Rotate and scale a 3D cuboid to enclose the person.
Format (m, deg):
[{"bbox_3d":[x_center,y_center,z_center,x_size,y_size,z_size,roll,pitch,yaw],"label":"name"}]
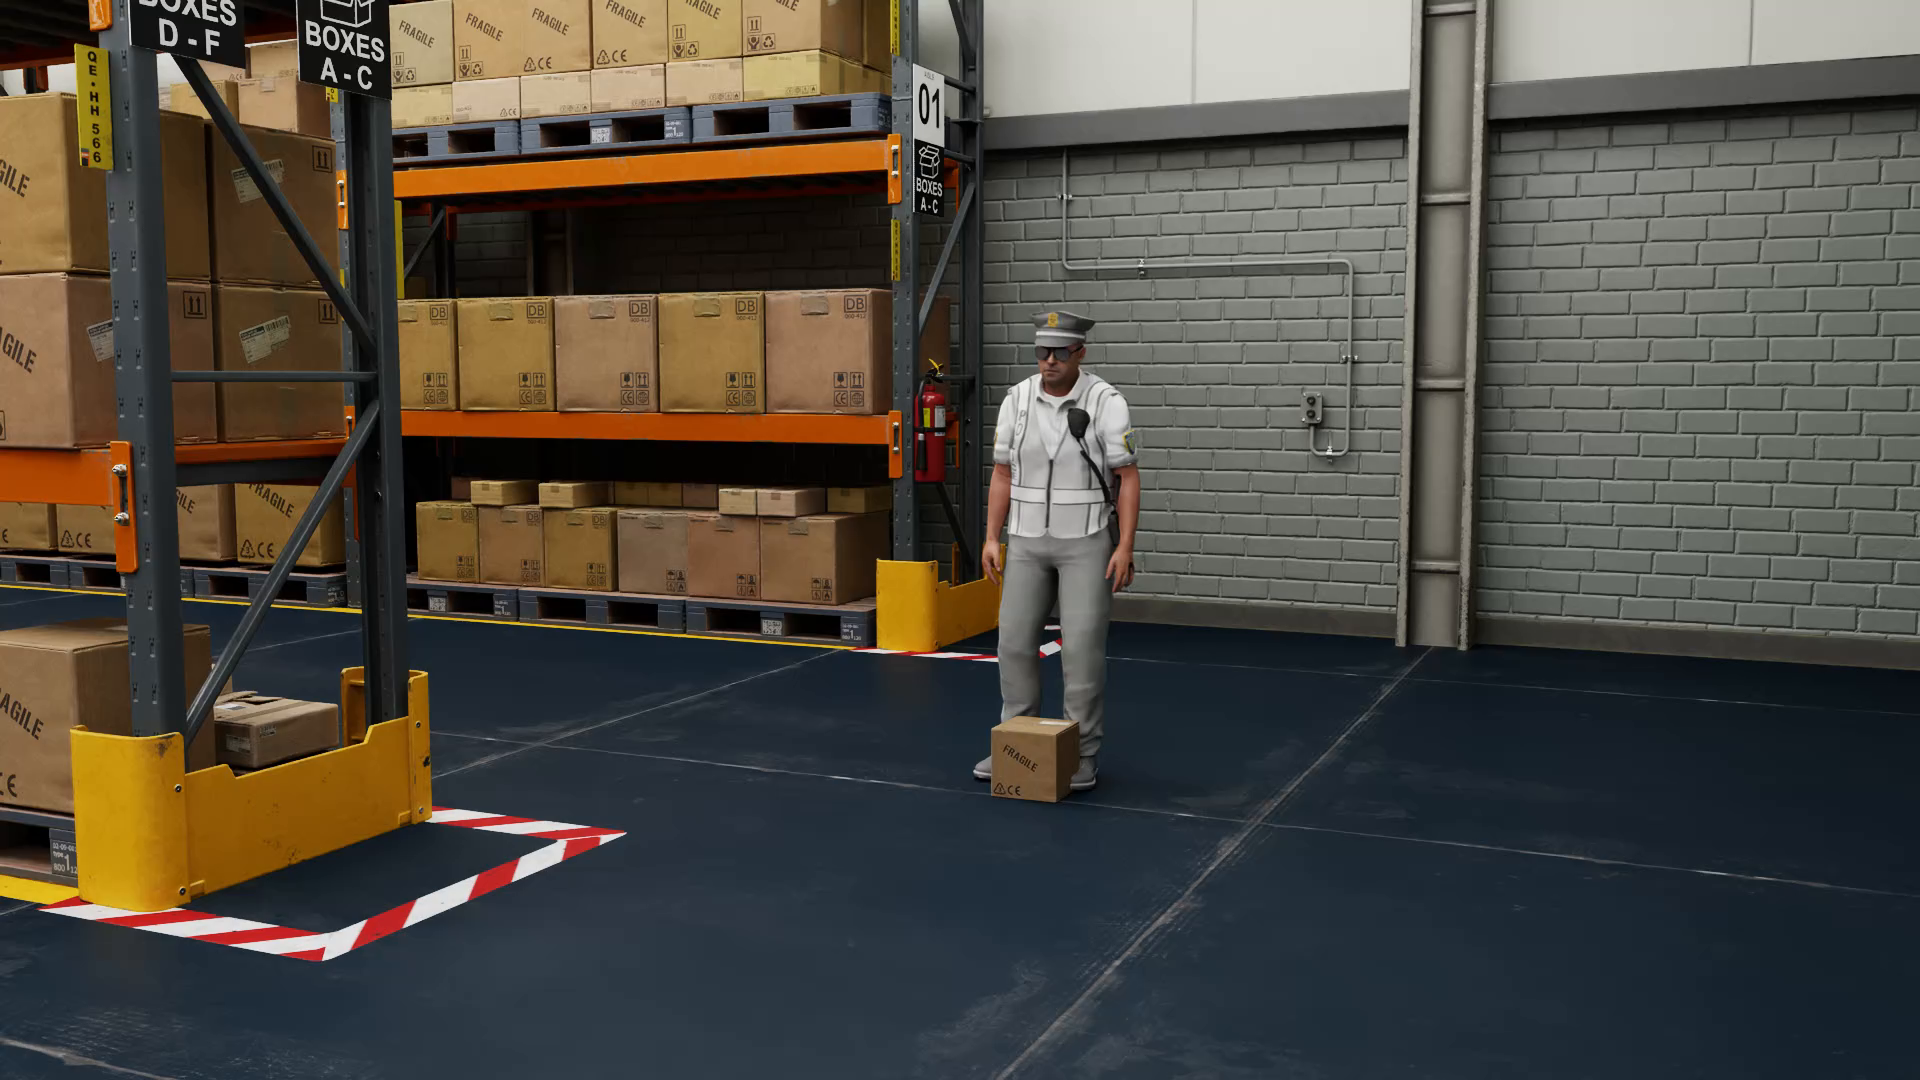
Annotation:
[{"bbox_3d":[0.375,0.027,6.218,0.593,1.748,0.467,2,6,22],"label":"person"}]
